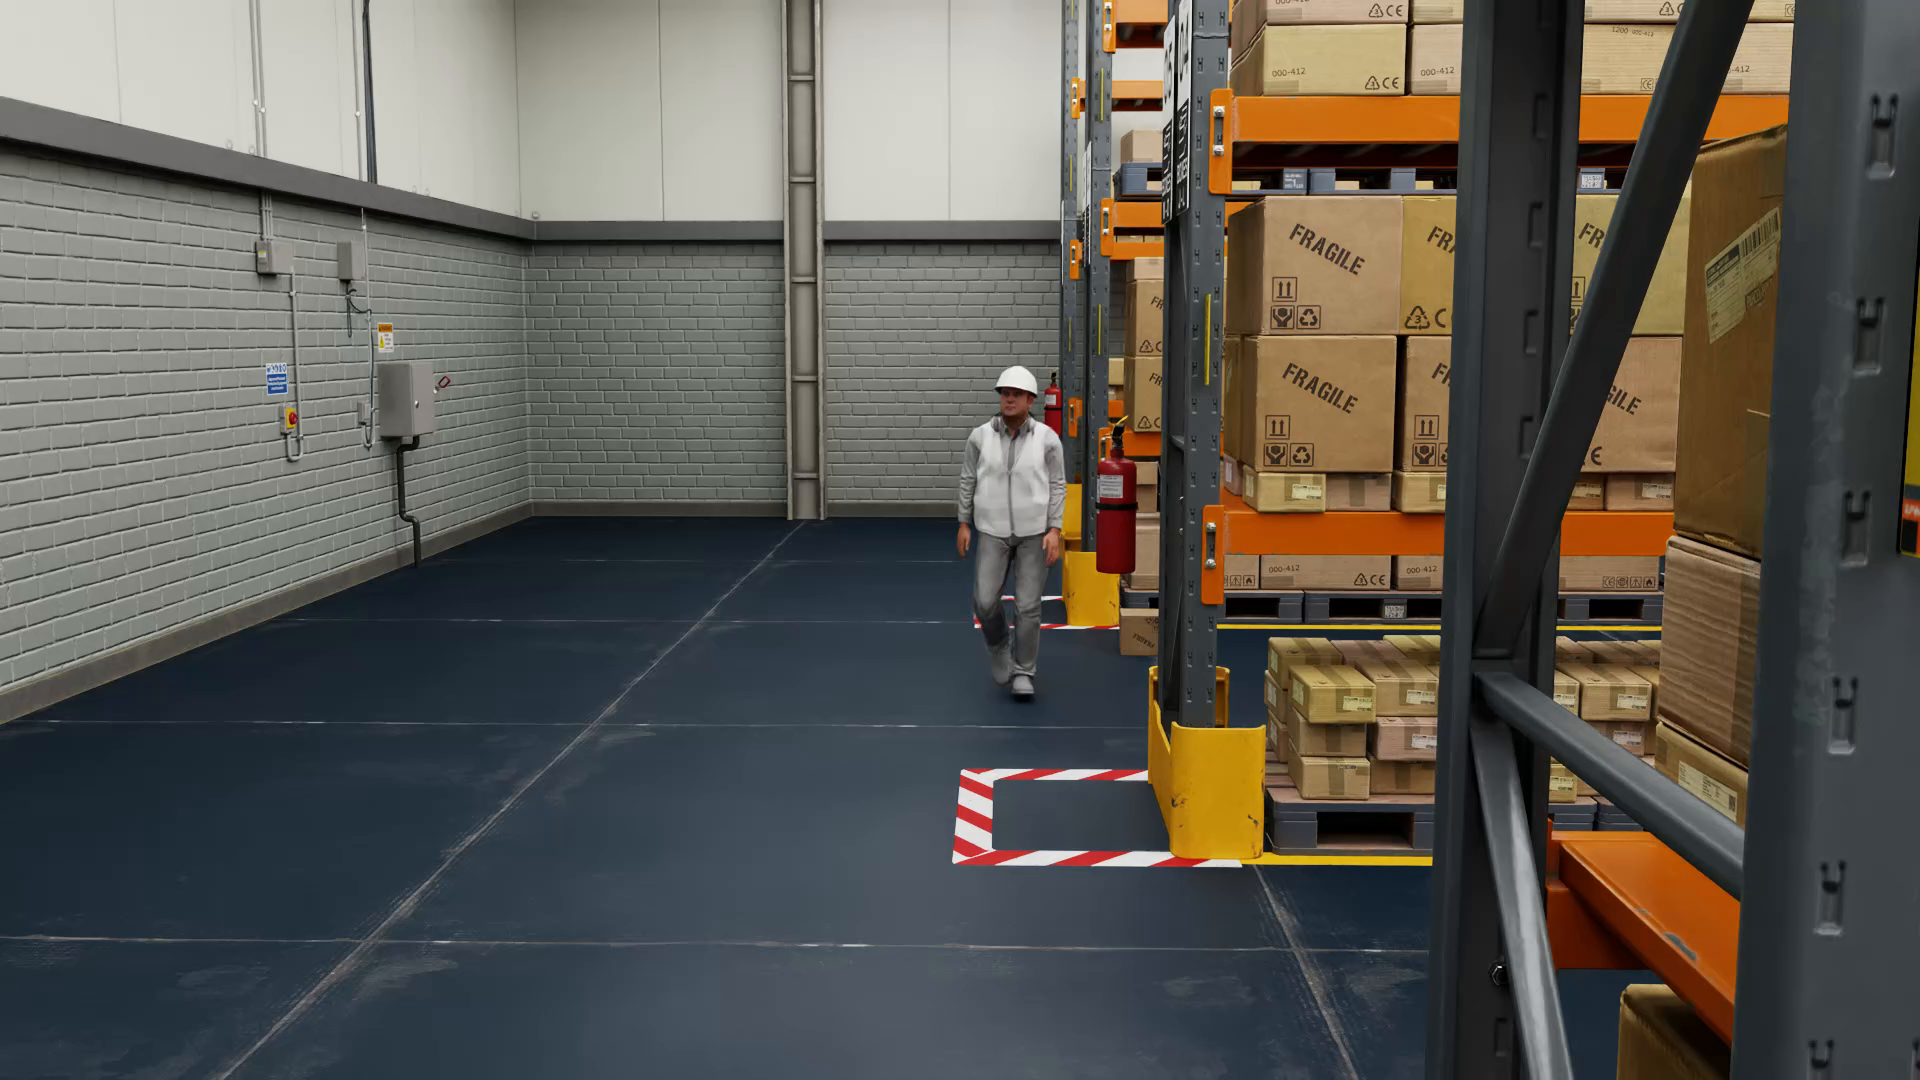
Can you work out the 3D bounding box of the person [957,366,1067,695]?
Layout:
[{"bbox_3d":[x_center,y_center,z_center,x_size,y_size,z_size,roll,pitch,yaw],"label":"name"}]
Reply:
[{"bbox_3d":[0.273,-0.047,8.907,0.604,1.757,0.512,1,7,7],"label":"person"}]
